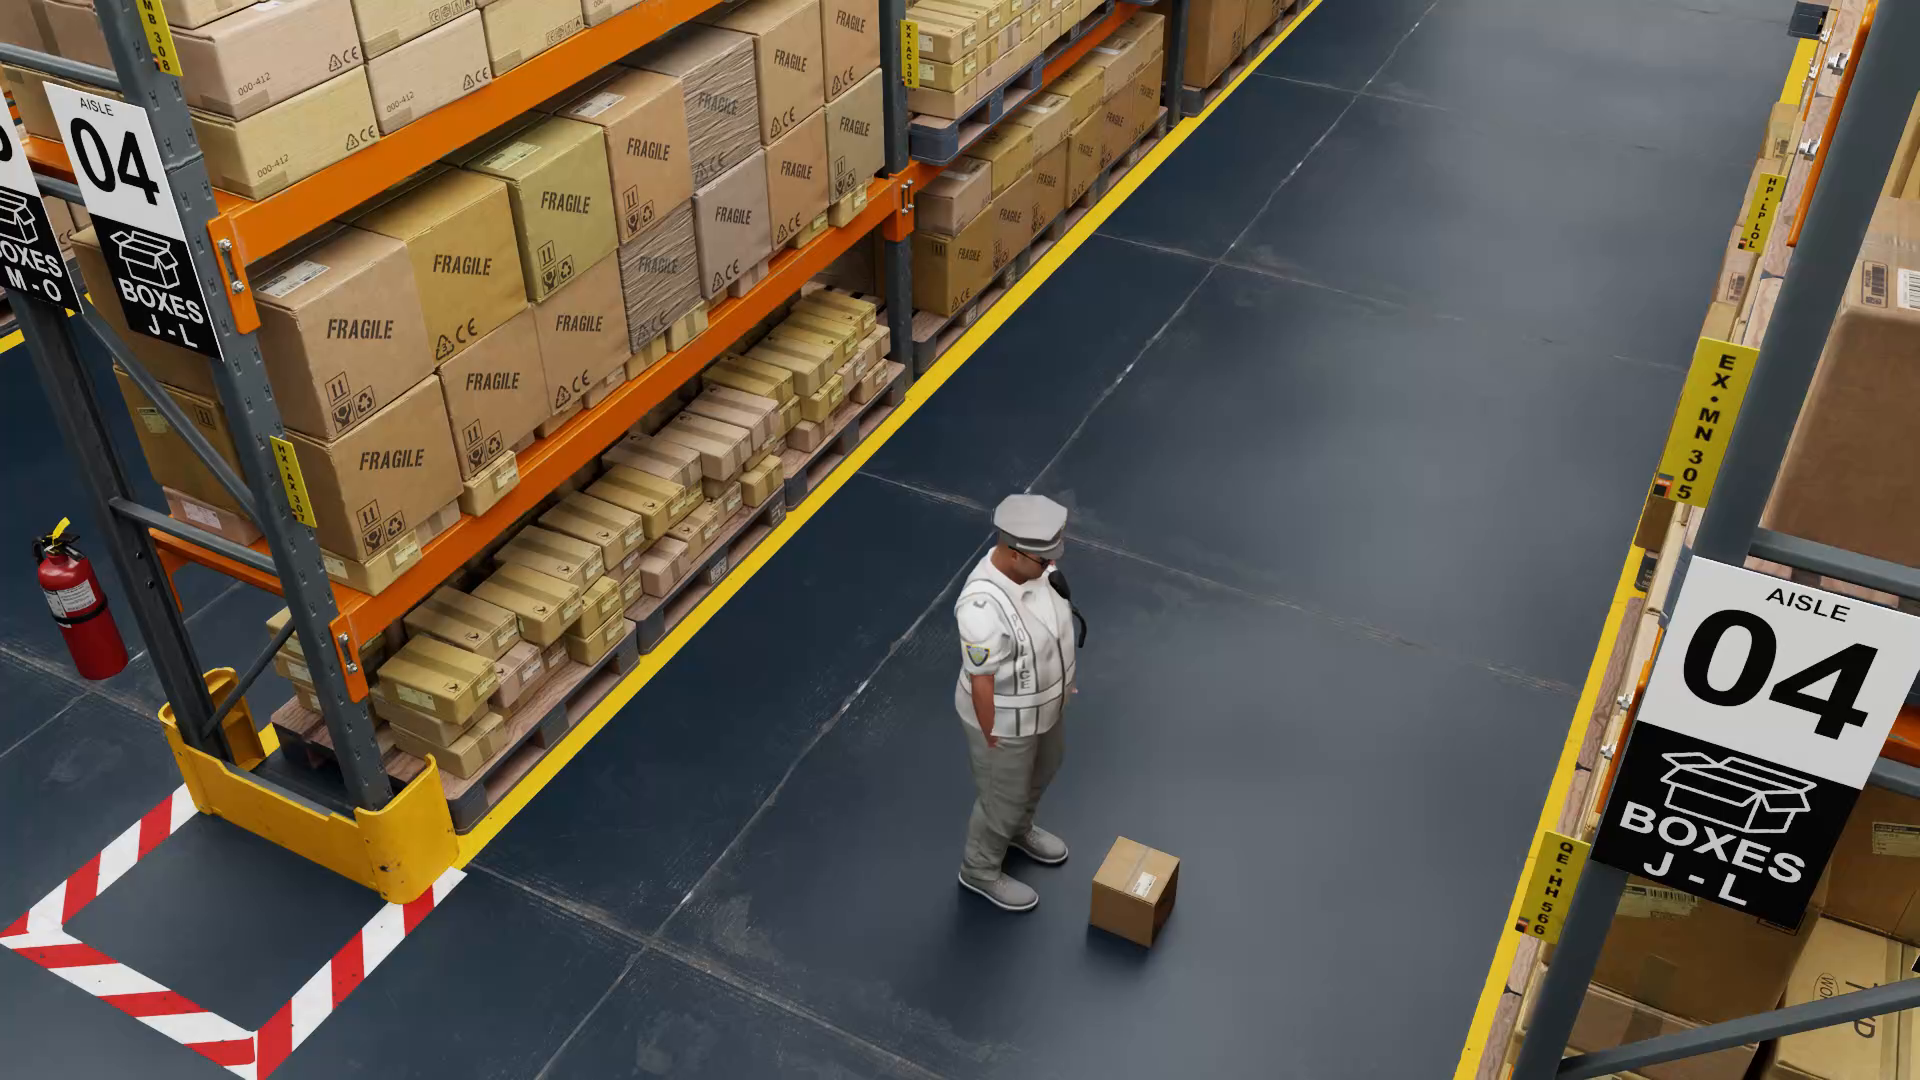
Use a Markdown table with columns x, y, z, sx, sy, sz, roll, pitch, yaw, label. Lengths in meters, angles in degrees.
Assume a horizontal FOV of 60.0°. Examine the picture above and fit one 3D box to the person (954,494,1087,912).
| x | y | z | sx | sy | sz | roll | pitch | yaw | label |
| --- | --- | --- | --- | --- | --- | --- | --- | --- | --- |
| 0.210 | 0.582 | 6.007 | 0.391 | 1.738 | 0.531 | 18 | 41 | 22 | person |
